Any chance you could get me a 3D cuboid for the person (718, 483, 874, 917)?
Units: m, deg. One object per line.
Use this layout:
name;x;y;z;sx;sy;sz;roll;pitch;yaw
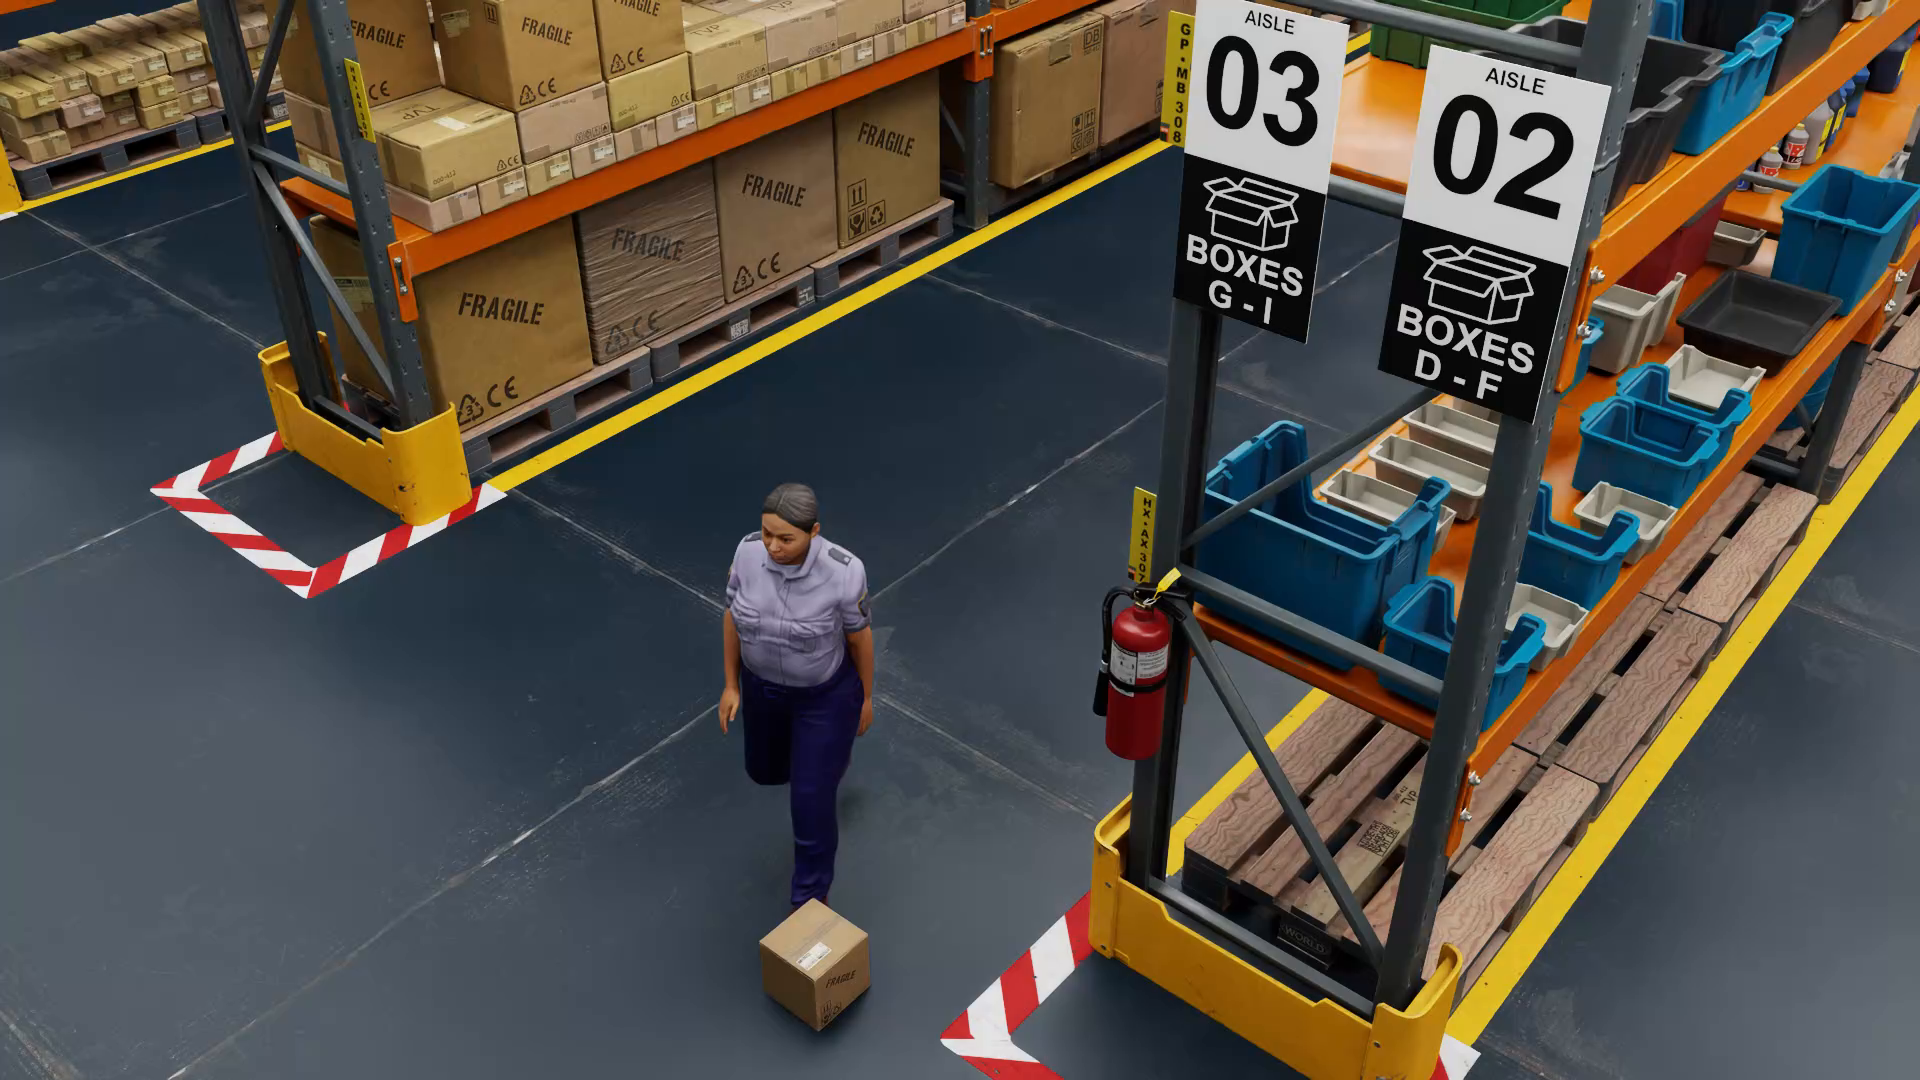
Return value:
person;-0.534;0.494;5.455;0.484;1.604;0.837;14;37;18
